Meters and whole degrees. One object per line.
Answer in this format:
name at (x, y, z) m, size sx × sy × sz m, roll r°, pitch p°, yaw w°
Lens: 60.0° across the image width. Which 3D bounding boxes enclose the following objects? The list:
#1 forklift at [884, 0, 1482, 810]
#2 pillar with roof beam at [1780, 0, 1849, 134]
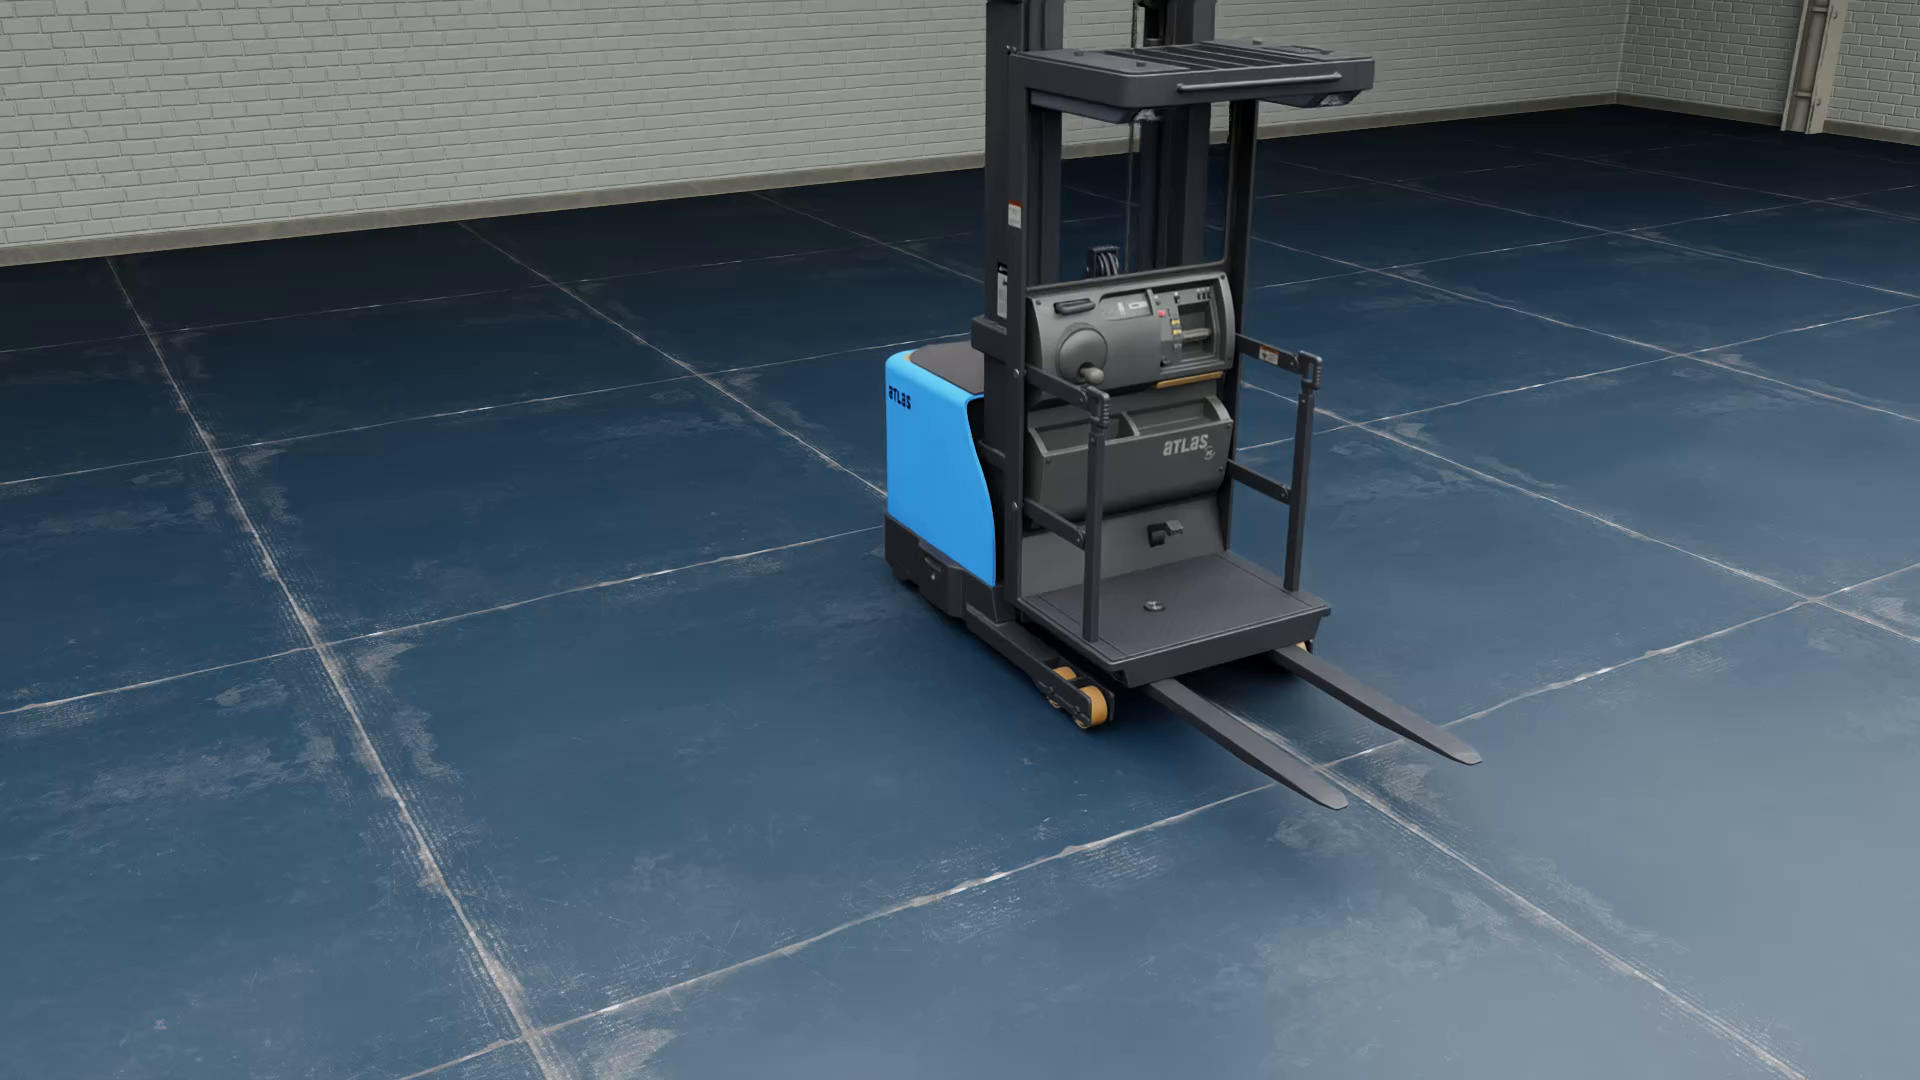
forklift at (0.802, -0.816, 6.427) m, size 1.130 × 2.935 × 3.031 m, roll -12°, pitch 25°, yaw -27°
pillar with roof beam at (6.948, -8.513, 17.305) m, size 9.100 × 9.000 × 0.400 m, roll -13°, pitch 25°, yaw -28°
